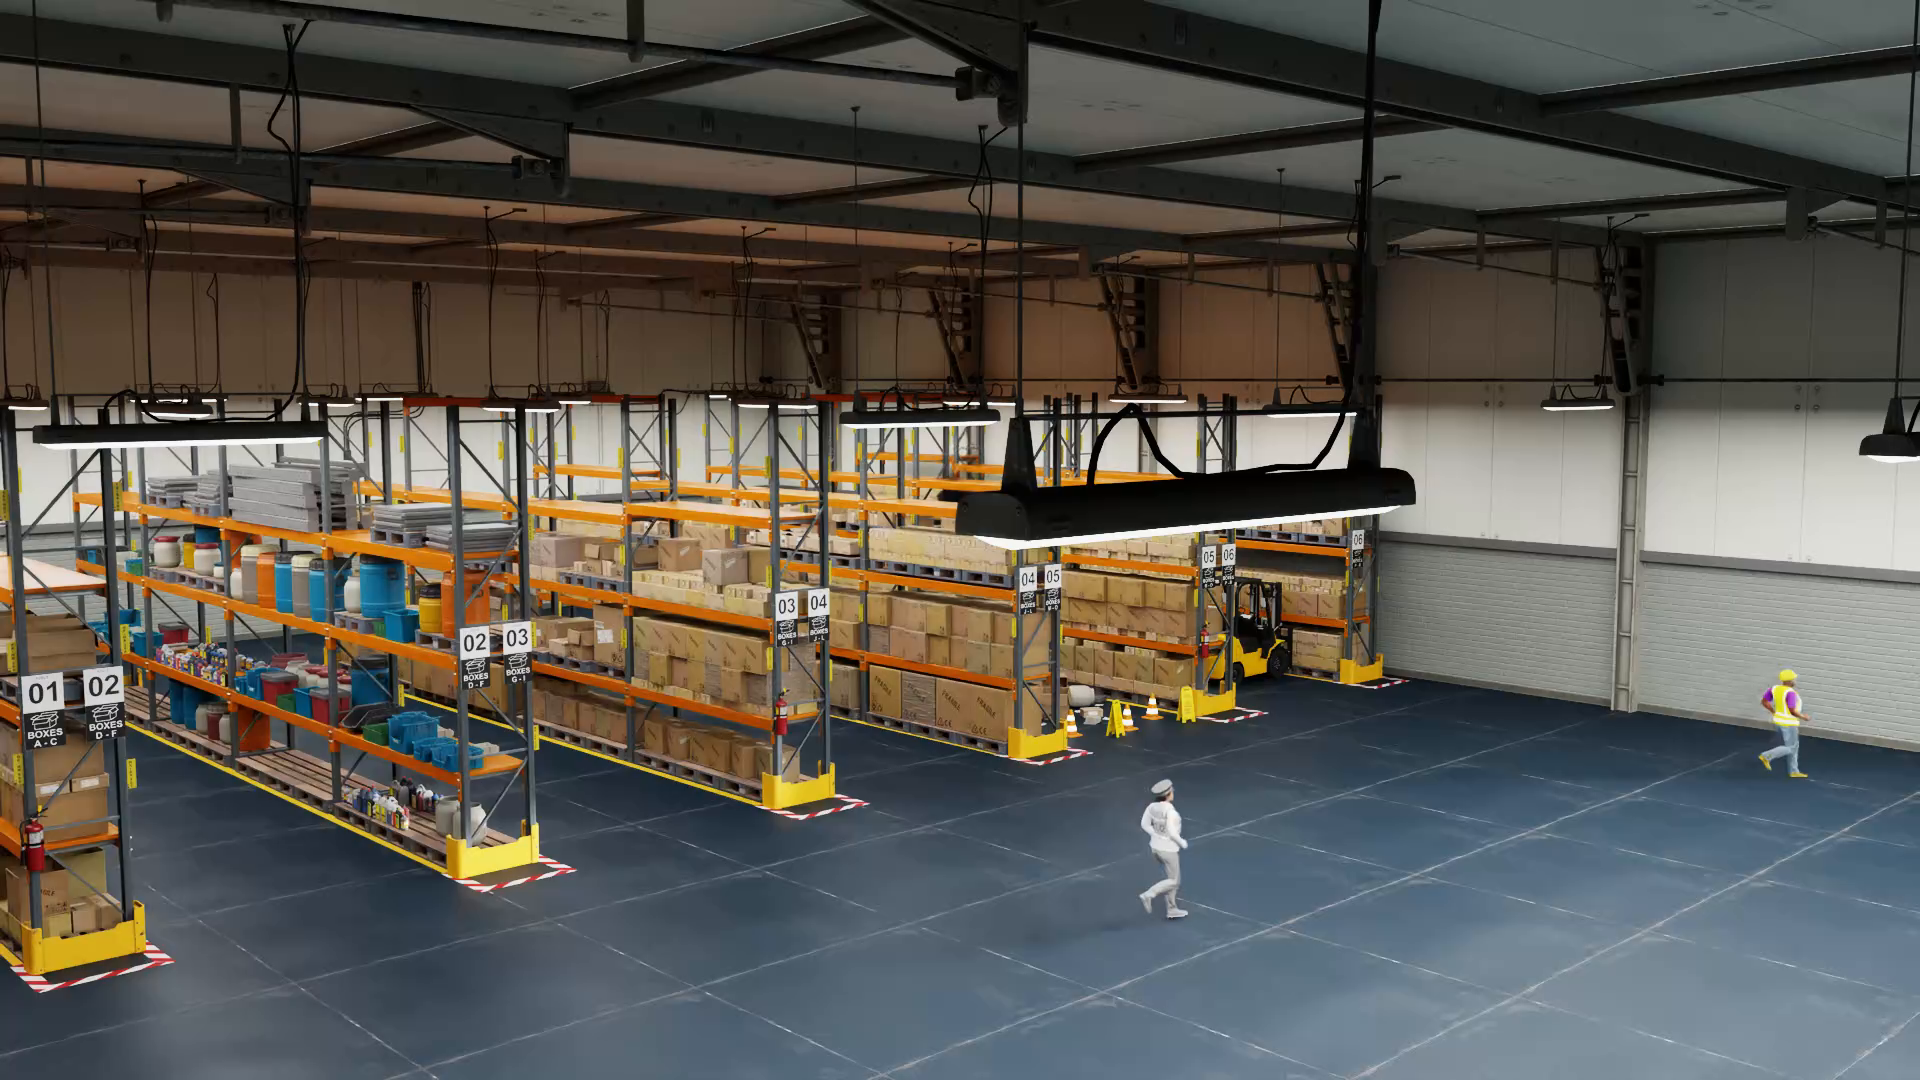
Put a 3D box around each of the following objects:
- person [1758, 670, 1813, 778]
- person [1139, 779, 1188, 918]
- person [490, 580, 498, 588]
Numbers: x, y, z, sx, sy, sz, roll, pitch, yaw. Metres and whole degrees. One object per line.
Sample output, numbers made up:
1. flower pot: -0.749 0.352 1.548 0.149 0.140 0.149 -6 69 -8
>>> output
1. person: 13.069 2.924 26.366 0.868 1.751 0.697 0 6 -3
2. person: 2.361 3.624 19.446 0.700 1.657 0.605 -3 6 -29
3. person: -10.841 1.787 38.482 0.688 1.765 0.778 -2 6 -24
